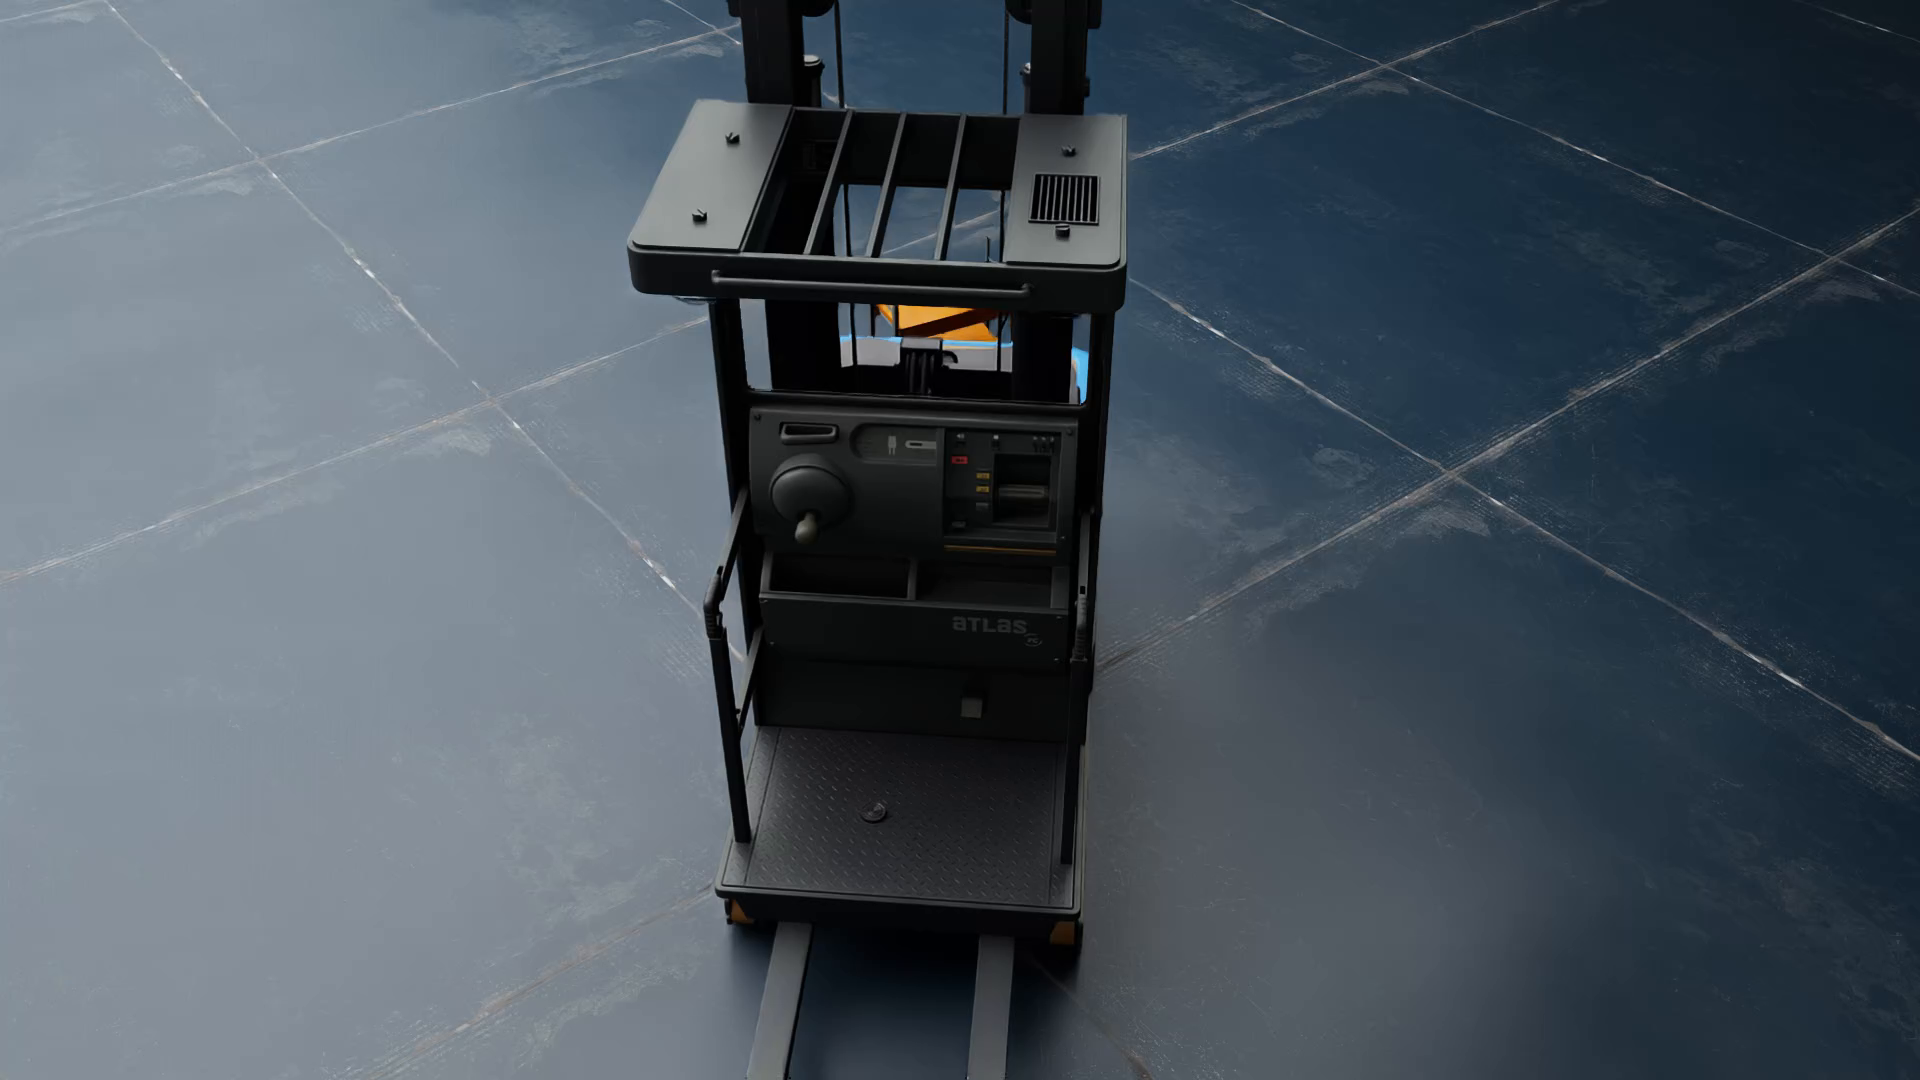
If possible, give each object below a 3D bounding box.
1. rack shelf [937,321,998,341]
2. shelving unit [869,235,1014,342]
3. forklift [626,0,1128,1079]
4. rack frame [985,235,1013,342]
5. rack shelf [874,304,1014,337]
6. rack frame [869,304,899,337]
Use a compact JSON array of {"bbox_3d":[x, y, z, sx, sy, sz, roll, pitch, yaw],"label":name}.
[{"bbox_3d":[-0.062,-0.667,6.371,0.480,0.148,0.258,-18,43,-20],"label":"rack shelf"},{"bbox_3d":[-0.062,-0.546,6.470,0.503,1.200,0.258,-18,43,-20],"label":"shelving unit"},{"bbox_3d":[-0.150,-0.093,4.552,1.130,2.935,3.031,3,39,4],"label":"forklift"},{"bbox_3d":[0.156,-0.616,6.555,0.015,1.200,0.240,-18,43,-20],"label":"rack frame"},{"bbox_3d":[-0.062,-0.850,6.221,0.480,0.148,0.258,-18,43,-20],"label":"rack shelf"},{"bbox_3d":[-0.280,-0.477,6.385,0.015,1.200,0.240,-18,43,-20],"label":"rack frame"}]
